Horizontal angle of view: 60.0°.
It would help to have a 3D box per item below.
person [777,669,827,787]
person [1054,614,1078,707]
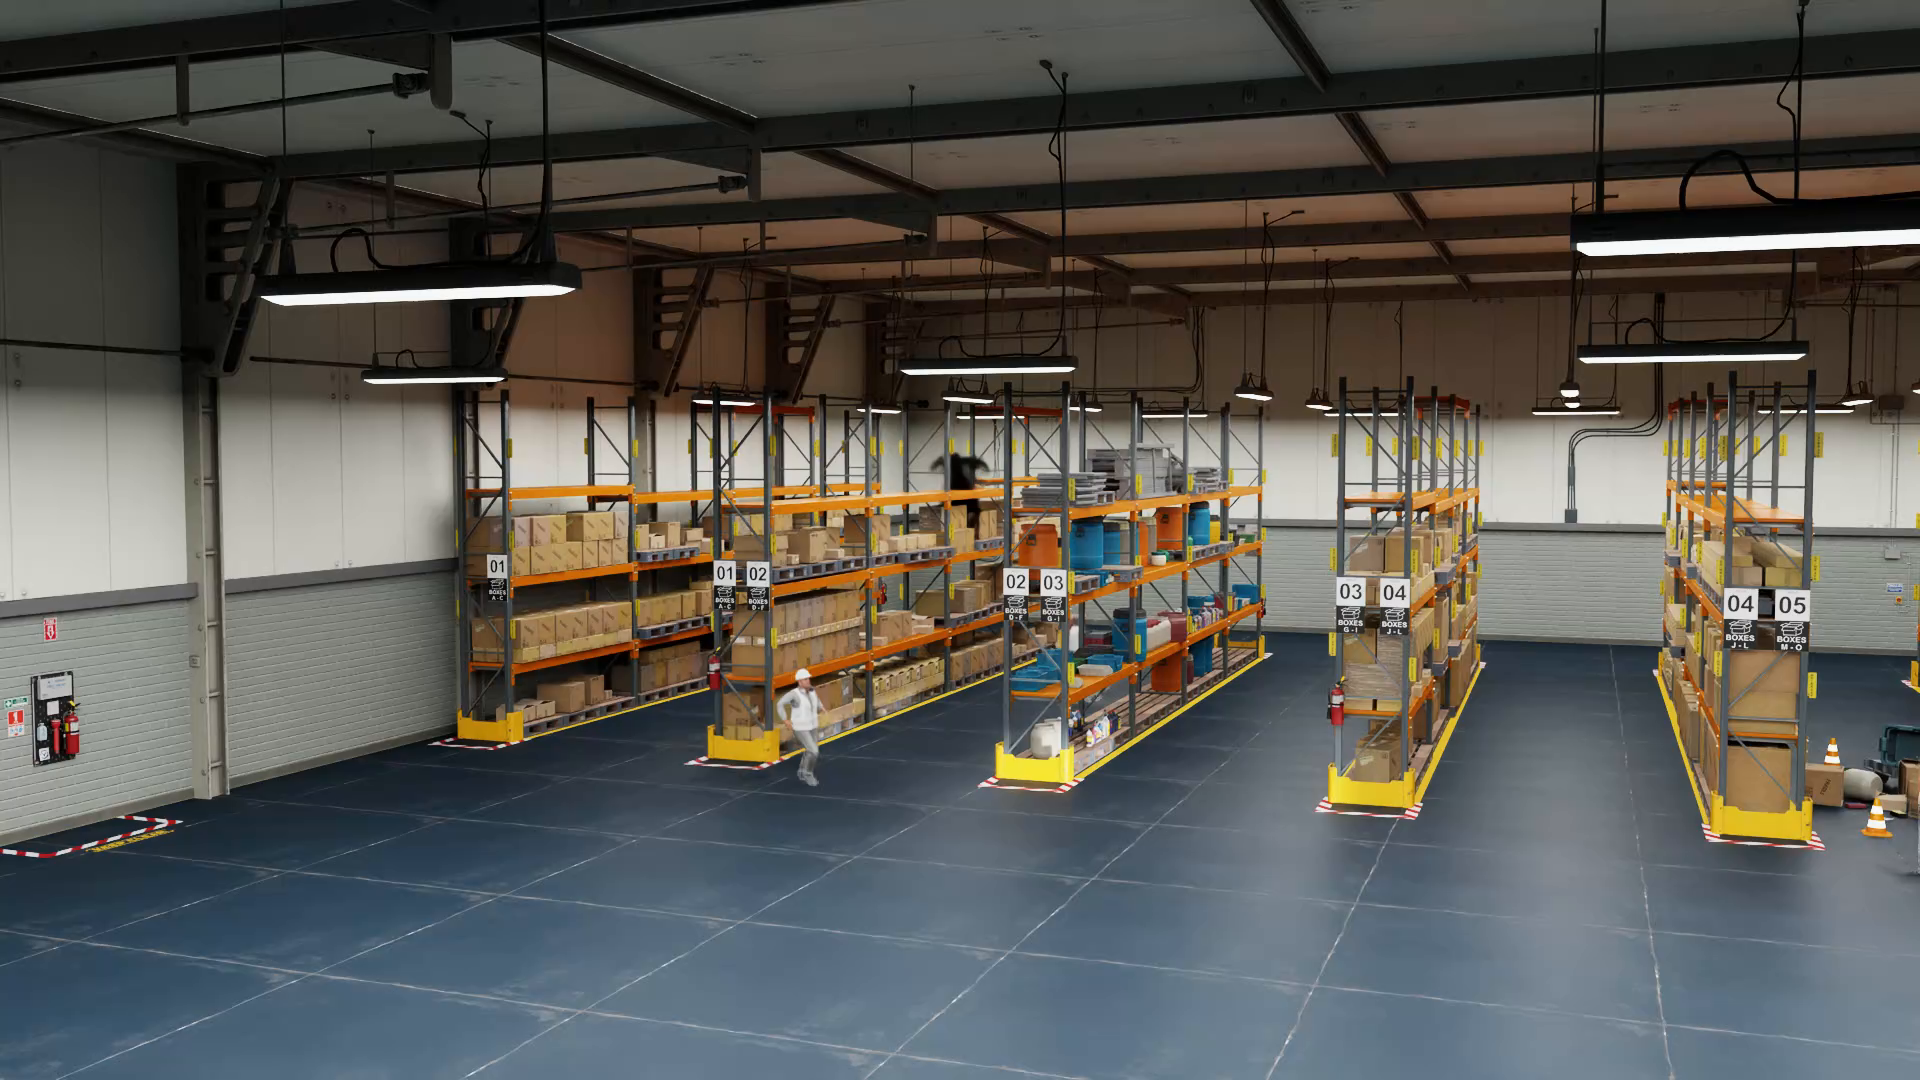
[{"bbox_3d":[-2.306,2.780,24.508,0.651,1.769,0.780,3,4,39],"label":"person"},{"bbox_3d":[2.144,2.320,32.342,0.749,1.786,0.867,3,4,41],"label":"person"}]
